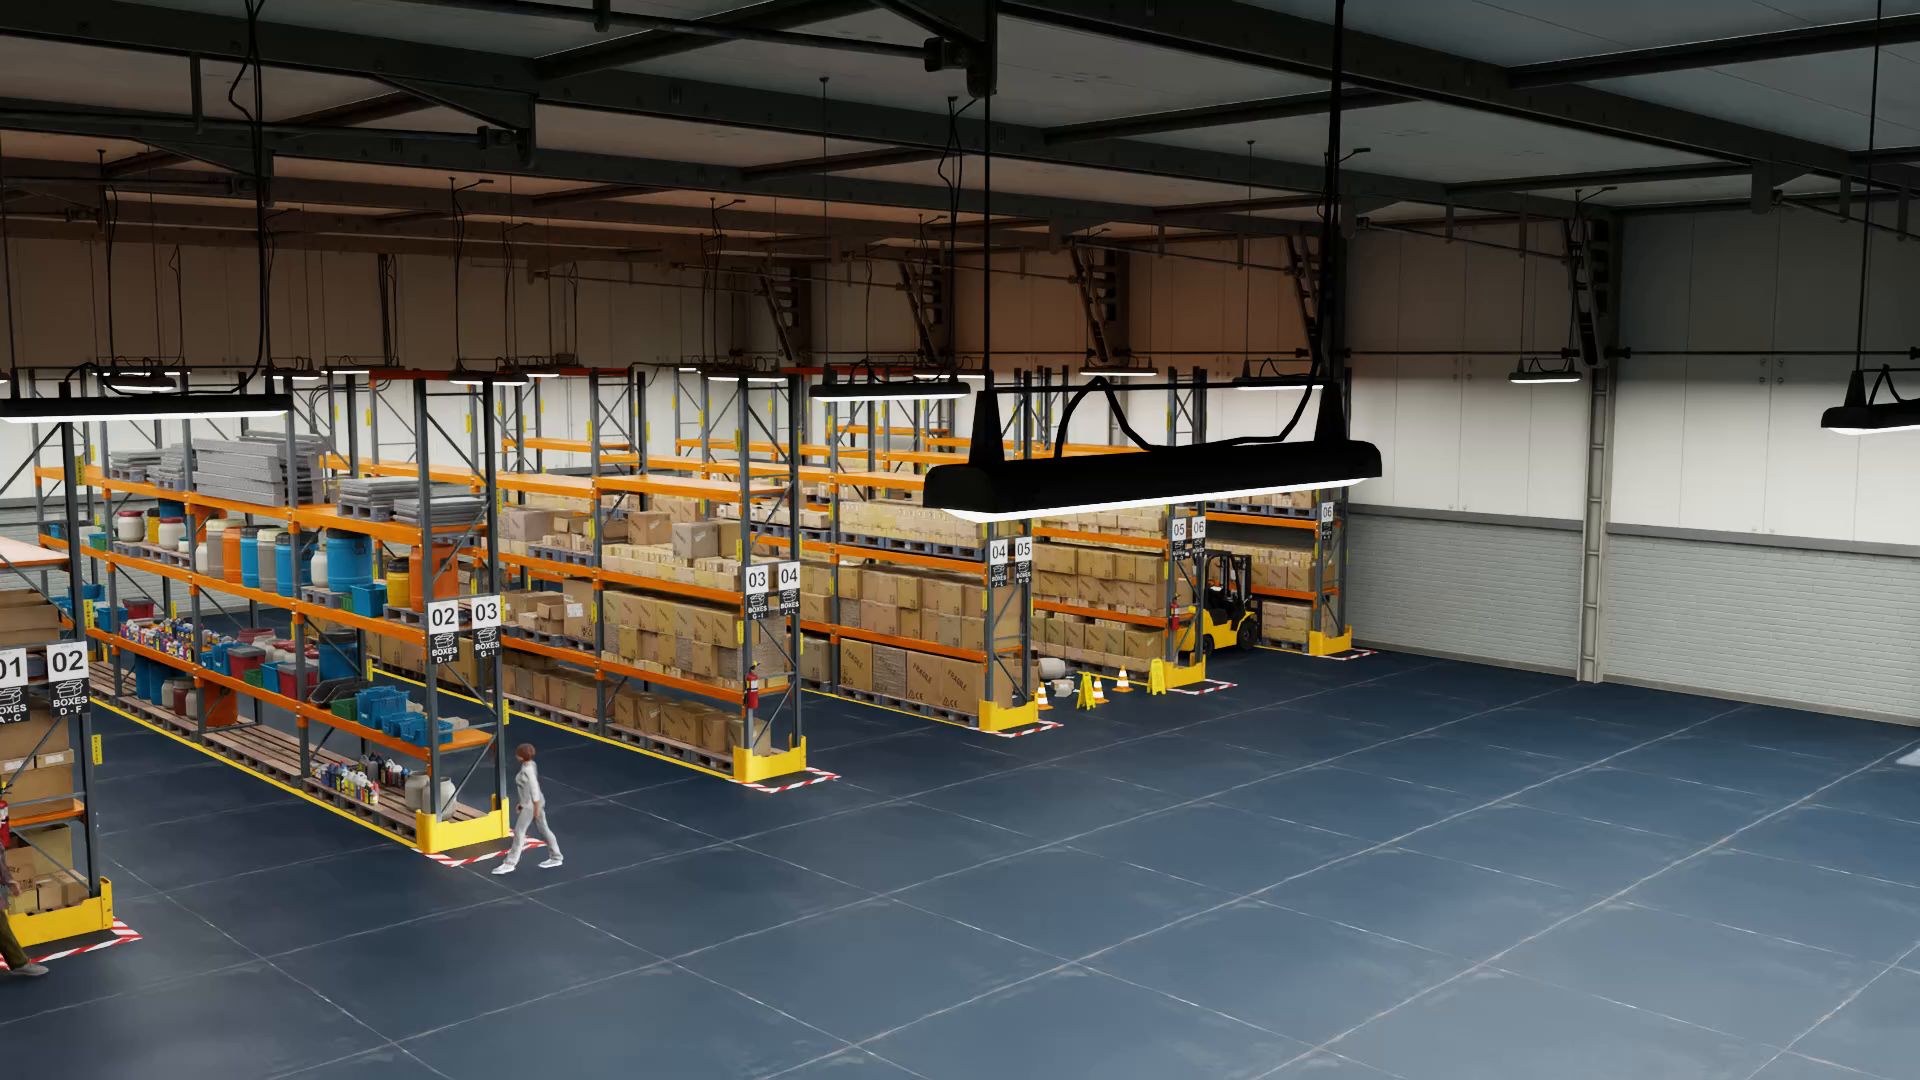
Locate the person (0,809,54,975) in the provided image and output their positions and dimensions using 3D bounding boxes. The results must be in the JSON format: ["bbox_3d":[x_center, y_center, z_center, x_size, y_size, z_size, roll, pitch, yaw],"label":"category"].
[{"bbox_3d":[-9.786,3.555,16.821,1.086,1.710,0.609,-2,7,-17],"label":"person"}]

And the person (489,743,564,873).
[{"bbox_3d":[-5.291,3.250,20.303,0.855,1.553,0.444,0,6,-4],"label":"person"}]

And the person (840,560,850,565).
[{"bbox_3d":[-2.525,1.335,36.421,0.451,1.772,0.571,5,8,40],"label":"person"}]
